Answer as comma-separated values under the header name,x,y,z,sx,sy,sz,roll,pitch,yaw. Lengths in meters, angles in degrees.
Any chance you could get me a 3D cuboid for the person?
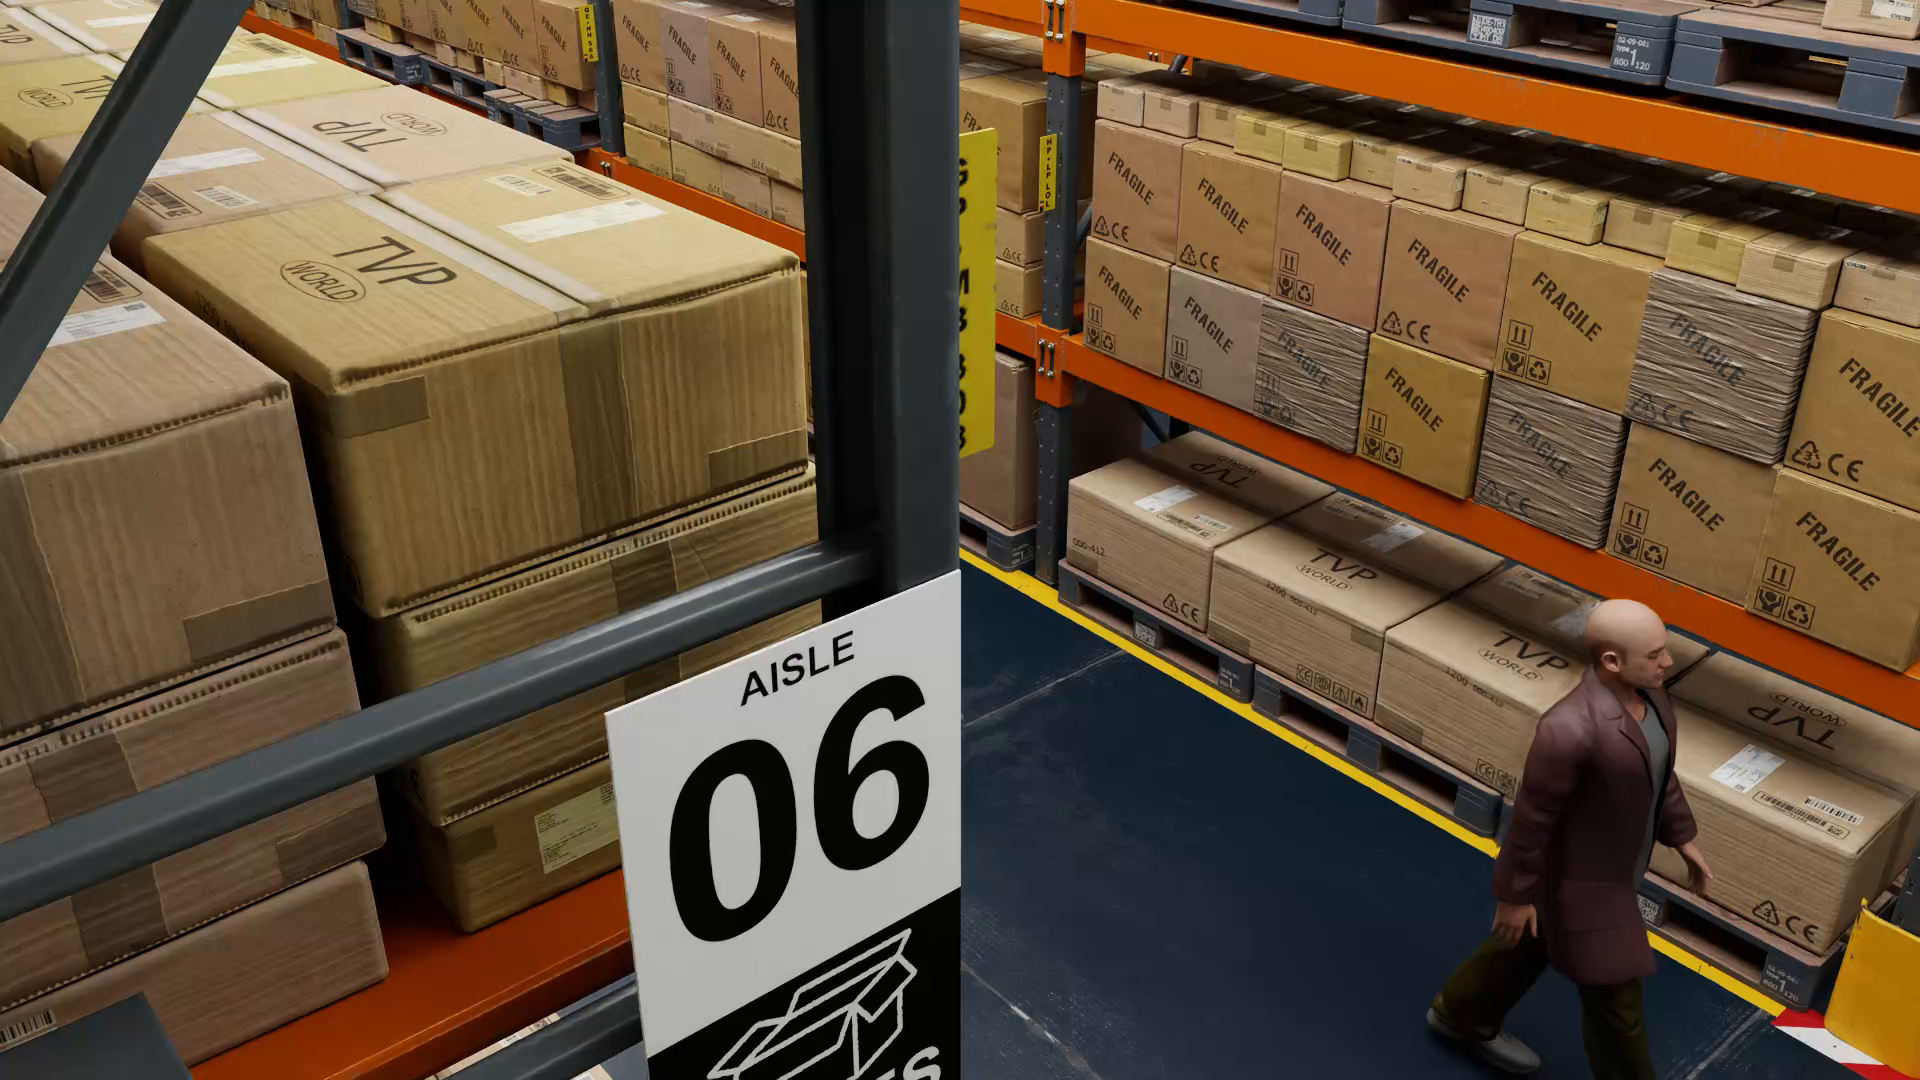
name,x,y,z,sx,sy,sz,roll,pitch,yaw
person,1.893,0.976,4.762,0.988,1.750,0.621,21,34,34
